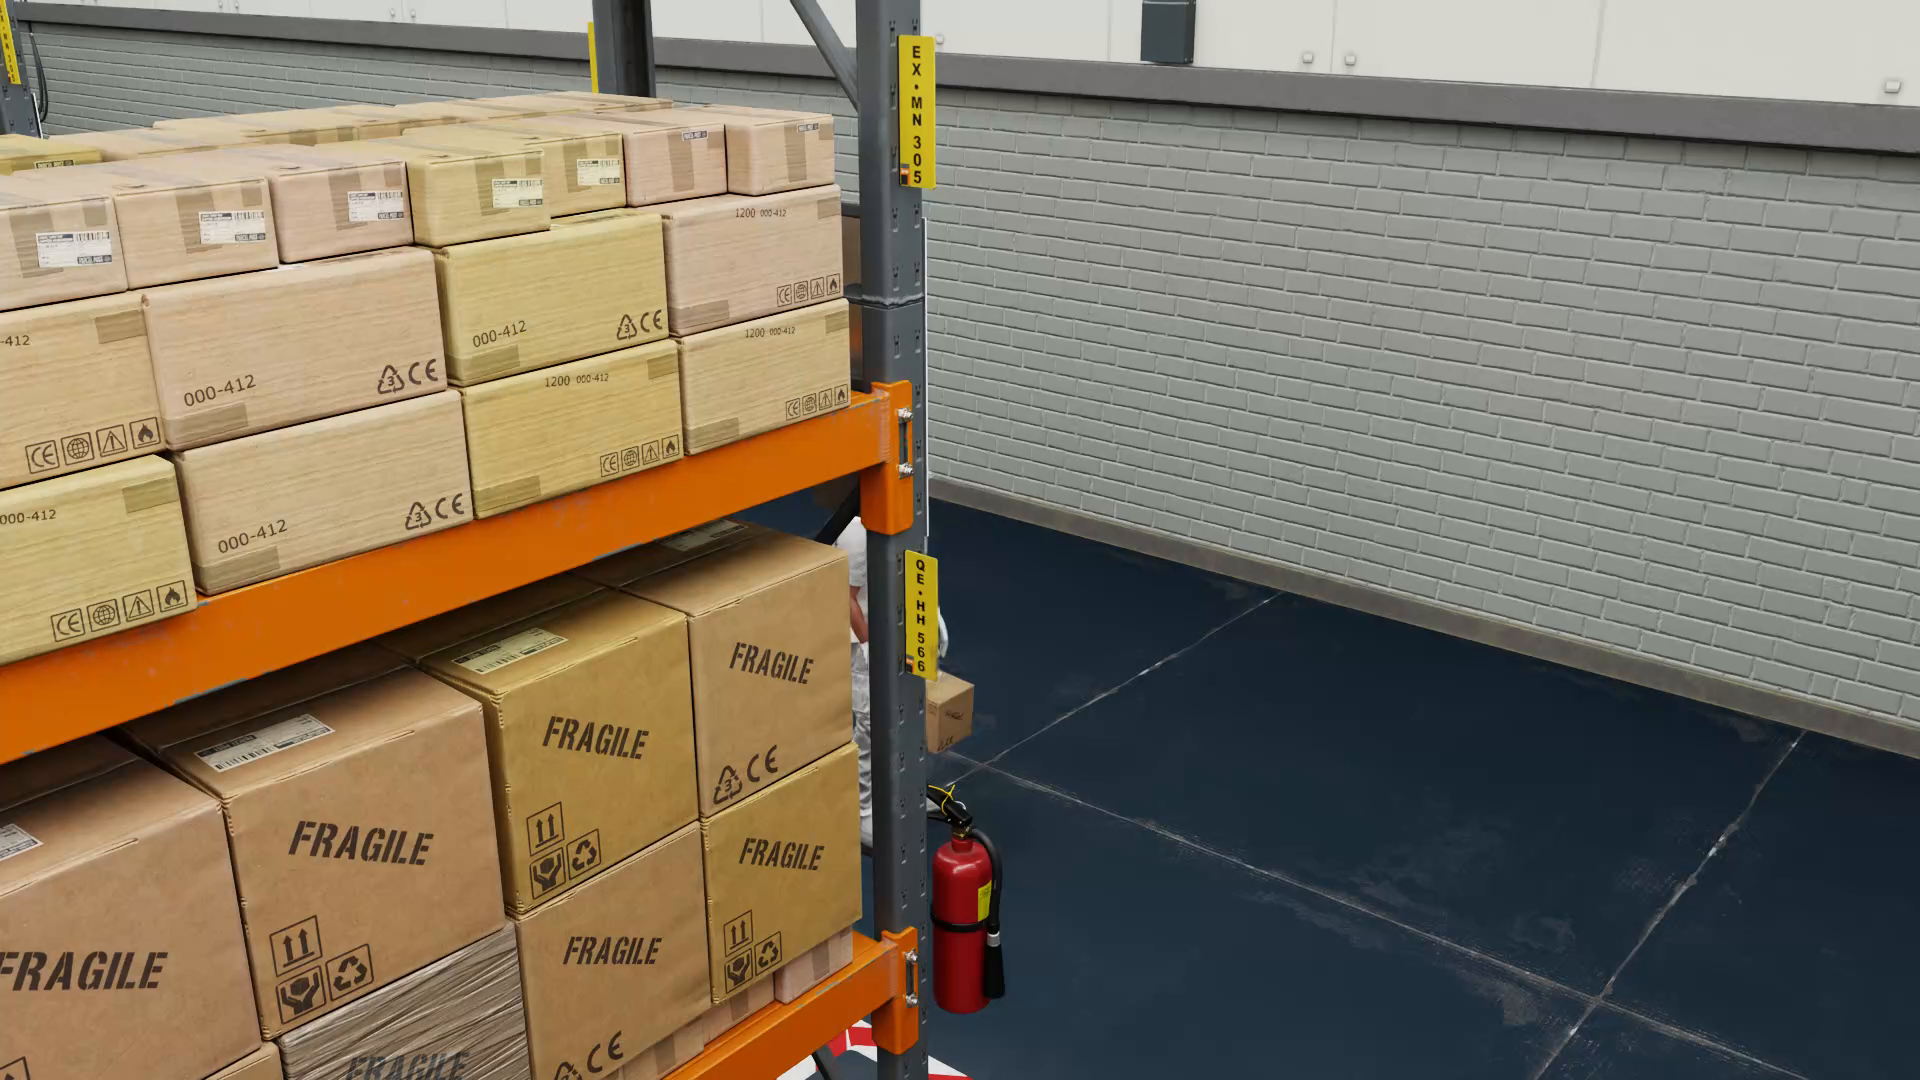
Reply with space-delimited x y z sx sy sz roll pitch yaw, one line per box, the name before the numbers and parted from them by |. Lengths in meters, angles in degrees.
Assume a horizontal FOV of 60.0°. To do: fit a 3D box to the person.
person | -0.322 0.419 7.395 0.408 1.782 0.572 15 25 35
